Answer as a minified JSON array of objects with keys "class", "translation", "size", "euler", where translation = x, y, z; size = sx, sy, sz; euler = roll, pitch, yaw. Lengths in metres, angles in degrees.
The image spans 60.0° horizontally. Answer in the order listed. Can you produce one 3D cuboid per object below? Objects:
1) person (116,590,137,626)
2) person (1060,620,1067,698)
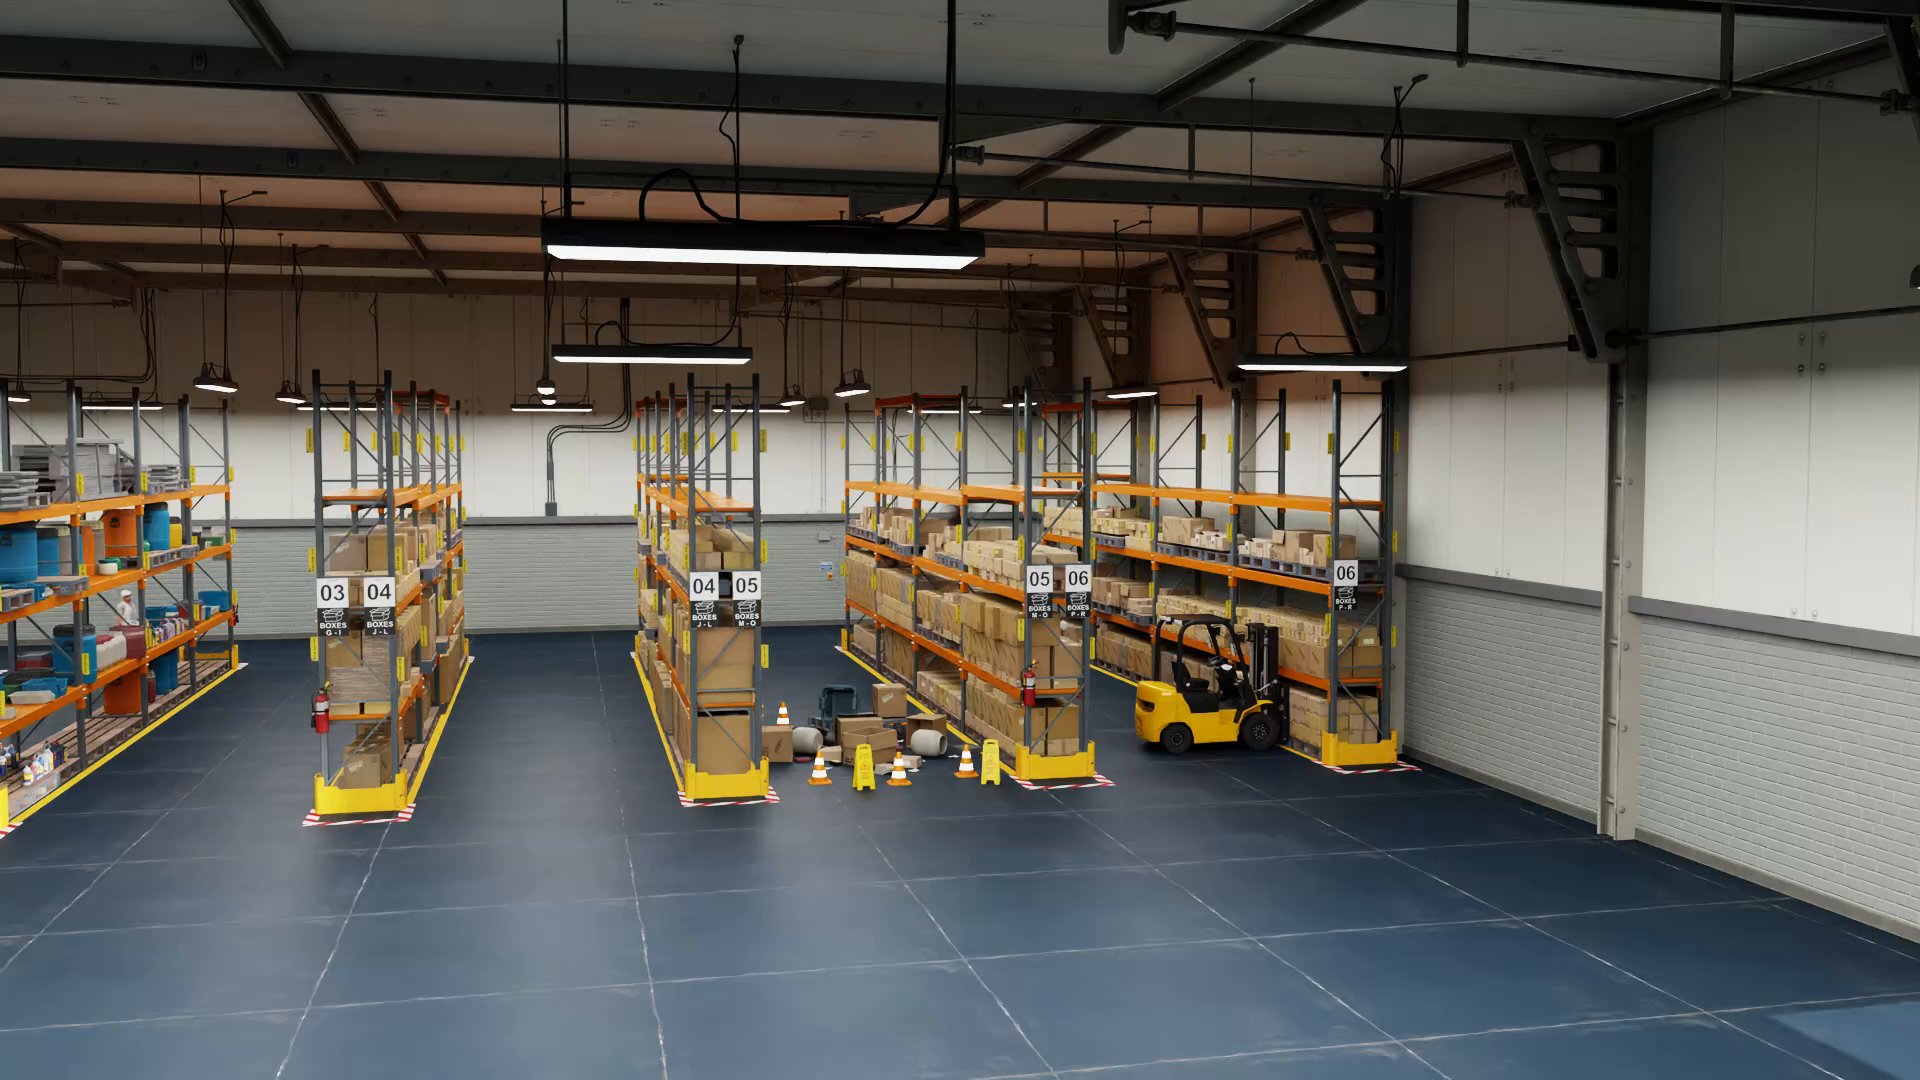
[{"class":"person","translation":[-18.248,1.994,36.435],"size":[0.459,1.804,0.735],"euler":[0,3,-1]},{"class":"person","translation":[1.690,2.363,30.691],"size":[0.506,1.757,0.653],"euler":[2,4,29]}]
